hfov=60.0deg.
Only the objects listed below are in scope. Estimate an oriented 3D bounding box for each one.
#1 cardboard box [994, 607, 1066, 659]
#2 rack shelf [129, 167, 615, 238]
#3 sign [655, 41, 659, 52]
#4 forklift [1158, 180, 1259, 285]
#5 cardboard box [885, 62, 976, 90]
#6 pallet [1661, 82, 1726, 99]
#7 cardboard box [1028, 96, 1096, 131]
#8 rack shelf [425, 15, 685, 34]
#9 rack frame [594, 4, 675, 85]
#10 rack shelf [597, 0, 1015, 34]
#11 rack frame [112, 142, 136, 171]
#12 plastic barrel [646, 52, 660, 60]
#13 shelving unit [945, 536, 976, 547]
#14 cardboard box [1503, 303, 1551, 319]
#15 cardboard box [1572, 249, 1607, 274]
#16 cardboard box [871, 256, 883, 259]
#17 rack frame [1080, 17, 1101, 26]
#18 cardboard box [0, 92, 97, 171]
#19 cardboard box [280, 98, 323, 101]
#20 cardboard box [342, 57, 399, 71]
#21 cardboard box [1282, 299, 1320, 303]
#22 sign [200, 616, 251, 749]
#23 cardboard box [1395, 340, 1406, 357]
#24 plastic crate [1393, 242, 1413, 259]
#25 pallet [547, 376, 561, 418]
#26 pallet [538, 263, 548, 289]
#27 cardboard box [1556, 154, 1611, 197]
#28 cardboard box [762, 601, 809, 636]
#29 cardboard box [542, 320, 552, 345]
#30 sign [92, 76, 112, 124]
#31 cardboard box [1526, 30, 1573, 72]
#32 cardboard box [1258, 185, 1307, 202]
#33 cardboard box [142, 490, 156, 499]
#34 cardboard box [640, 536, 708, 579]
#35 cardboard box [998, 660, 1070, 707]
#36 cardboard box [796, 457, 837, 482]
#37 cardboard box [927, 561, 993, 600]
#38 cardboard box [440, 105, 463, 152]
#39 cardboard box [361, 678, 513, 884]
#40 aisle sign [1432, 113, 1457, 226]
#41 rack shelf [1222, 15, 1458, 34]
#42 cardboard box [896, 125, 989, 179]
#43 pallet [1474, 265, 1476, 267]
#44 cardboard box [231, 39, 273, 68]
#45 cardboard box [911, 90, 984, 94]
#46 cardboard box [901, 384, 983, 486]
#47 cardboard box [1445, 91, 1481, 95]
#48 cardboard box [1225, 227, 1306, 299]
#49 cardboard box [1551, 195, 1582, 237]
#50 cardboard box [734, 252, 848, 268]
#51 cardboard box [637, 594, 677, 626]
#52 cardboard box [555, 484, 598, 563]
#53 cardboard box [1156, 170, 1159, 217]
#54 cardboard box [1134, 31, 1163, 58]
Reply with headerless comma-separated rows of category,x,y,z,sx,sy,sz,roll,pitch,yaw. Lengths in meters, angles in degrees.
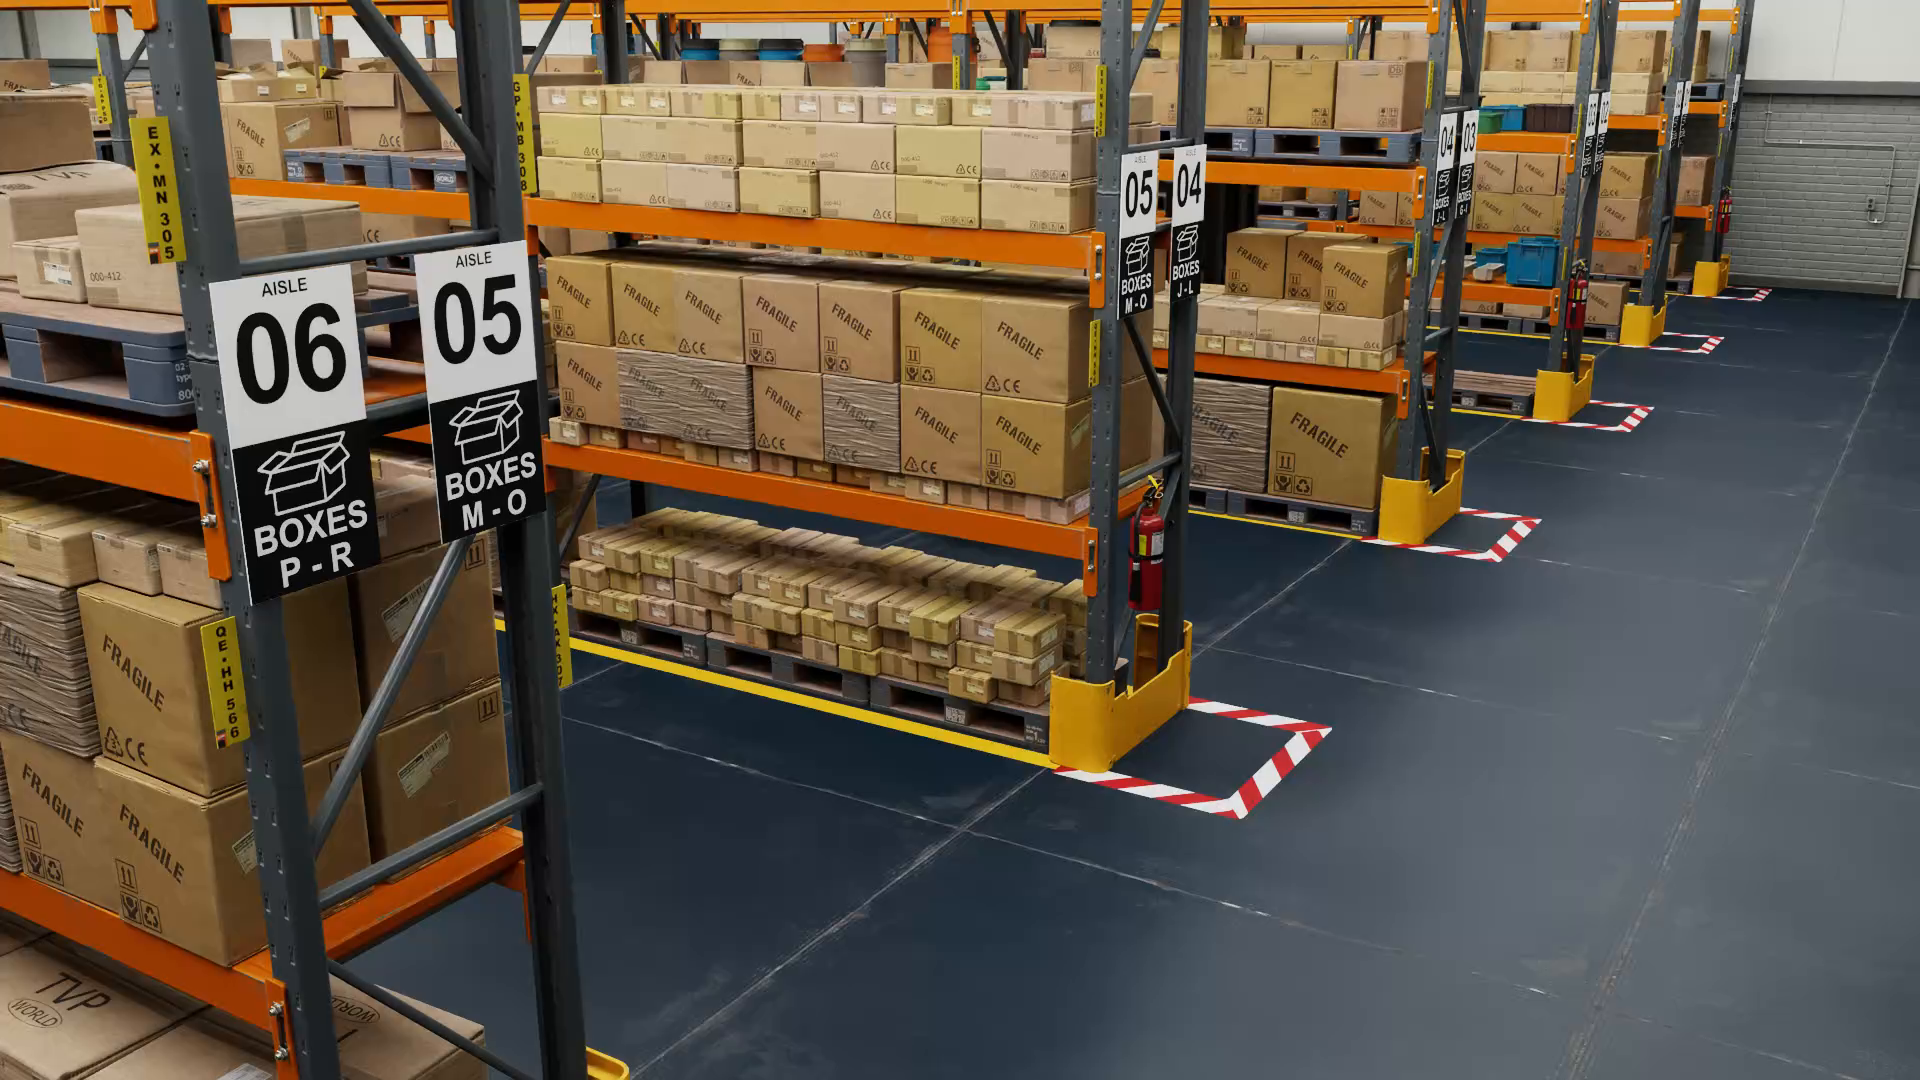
cardboard box,0.389,0.511,9.198,0.250,0.149,0.380,10,20,31
rack shelf,-4.140,-2.354,11.546,4.000,0.370,1.077,10,20,30
sign,-5.087,-8.204,27.929,0.005,0.325,0.100,10,20,30
forklift,2.085,-2.610,16.432,3.031,2.935,1.130,11,20,33
cardboard box,-0.253,-3.941,14.640,0.500,0.500,0.700,11,20,31
pallet,10.794,-6.746,24.922,1.213,0.211,1.003,10,20,30
cardboard box,0.536,-2.121,8.255,0.250,0.149,0.380,10,20,30
rack shelf,-5.683,-7.254,23.206,4.000,0.370,1.077,10,20,30
rack frame,-3.162,-5.650,16.000,0.127,3.000,1.000,10,20,30
rack shelf,-1.458,-4.811,15.161,4.000,0.370,1.077,10,20,30
rack frame,-5.844,-1.567,12.878,0.127,3.000,1.000,10,20,30
plastic barrel,-4.243,-6.419,22.776,0.421,0.512,0.421,0,17,0
shelving unit,0.046,-0.494,12.702,0.252,1.050,0.215,10,20,30
cardboard box,7.456,-3.084,21.848,0.500,0.250,0.500,10,20,30
cardboard box,9.928,-4.482,26.055,0.500,0.500,0.700,9,19,28
cardboard box,-0.713,-2.300,15.119,0.500,0.500,0.500,11,20,32
rack frame,2.025,-8.103,24.075,0.127,3.000,1.000,10,20,30
cardboard box,-3.171,-1.184,5.392,0.500,0.500,0.500,11,20,31
cardboard box,-4.792,-2.953,12.109,0.500,0.500,0.500,10,20,30
cardboard box,-6.222,-4.978,18.047,0.637,0.503,0.797,9,19,27
cardboard box,2.941,-1.851,13.560,0.500,0.250,0.500,10,19,29
sign,-1.827,0.356,4.148,0.005,0.325,0.100,10,20,30
cardboard box,3.525,-1.579,13.349,0.250,0.149,0.380,10,20,31
plastic crate,4.831,-3.103,18.122,0.300,0.233,0.416,10,20,30
pallet,-3.011,-1.019,11.405,1.213,0.211,1.003,10,20,30
pallet,-3.825,-2.770,17.170,1.003,0.211,1.213,10,20,30
cardboard box,7.888,-4.618,21.032,0.500,0.500,0.500,11,20,32
cardboard box,-0.976,0.428,9.981,0.250,0.149,0.380,10,20,31
cardboard box,-2.880,-1.337,10.806,0.250,0.149,0.380,11,20,33
sign,-6.141,-3.151,11.907,0.005,0.325,0.100,10,20,30
cardboard box,7.532,-6.198,21.072,0.500,0.500,0.700,10,20,30
cardboard box,4.528,-5.089,23.581,0.500,0.500,0.700,14,22,39
cardboard box,-2.596,-0.220,5.438,0.250,0.149,0.380,10,20,31
cardboard box,-1.805,0.107,10.528,0.250,0.149,0.380,10,19,29
cardboard box,0.415,0.785,9.319,0.250,0.149,0.380,11,20,31
cardboard box,-0.739,-0.463,9.678,0.250,0.149,0.380,11,20,31
cardboard box,0.004,0.265,10.006,0.250,0.149,0.380,9,19,27
cardboard box,-3.076,-2.738,11.003,0.500,0.311,0.500,10,19,29
cardboard box,-1.790,0.699,5.246,0.500,0.500,0.500,10,20,30
aisle sign,3.559,-2.722,12.207,0.004,0.787,0.394,10,20,30
rack shelf,6.319,-8.491,27.277,4.000,0.370,1.077,10,20,30
cardboard box,0.011,-2.037,8.664,0.500,0.250,0.500,10,19,29
pallet,8.630,-4.382,26.946,1.213,0.211,1.003,10,20,30
cardboard box,-8.526,-5.688,19.742,0.500,0.500,0.500,10,20,30
cardboard box,-0.066,-2.402,9.178,0.250,0.149,0.380,11,20,32
cardboard box,0.019,-0.624,9.092,0.500,0.500,0.500,10,19,29
cardboard box,6.568,-5.699,21.579,0.500,0.250,0.500,10,20,30
cardboard box,2.516,-2.286,13.701,0.500,0.500,0.500,10,19,29
cardboard box,7.874,-4.143,21.186,0.500,0.500,0.500,10,20,31
cardboard box,-1.021,-1.464,10.135,0.500,0.500,0.500,11,20,31
cardboard box,-1.828,0.405,10.569,0.250,0.149,0.380,10,20,30
cardboard box,-2.926,-0.141,11.764,0.500,0.500,0.500,11,20,32
cardboard box,0.724,-1.845,8.892,0.500,0.250,0.500,11,20,32
cardboard box,2.828,-7.049,23.872,0.500,0.500,0.500,10,20,30
